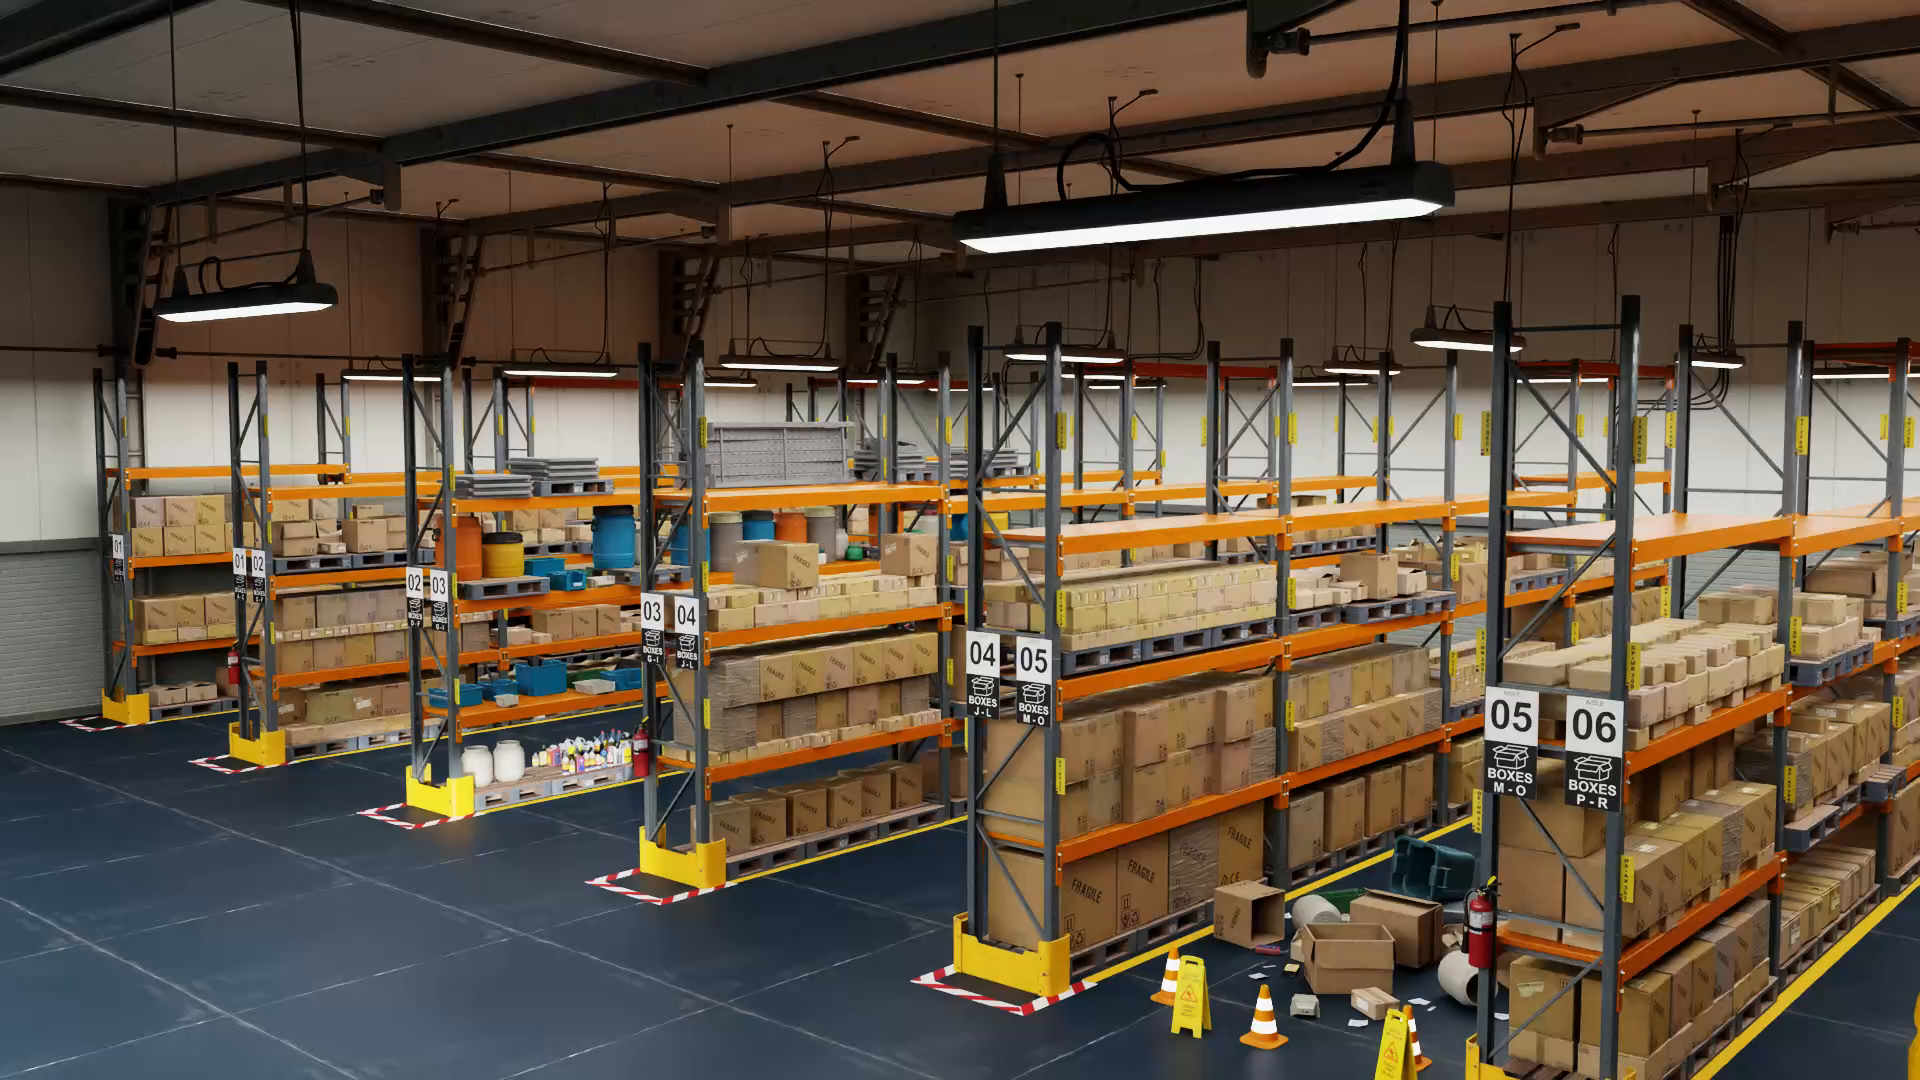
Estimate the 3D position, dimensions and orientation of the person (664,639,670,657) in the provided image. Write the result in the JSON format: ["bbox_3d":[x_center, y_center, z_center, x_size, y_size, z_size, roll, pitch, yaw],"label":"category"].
[{"bbox_3d":[-5.968,1.929,33.309,0.434,1.594,0.551,-1,4,-15],"label":"person"}]

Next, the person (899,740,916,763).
[{"bbox_3d":[-0.853,2.527,24.286,0.412,1.765,0.671,3,5,36],"label":"person"}]
